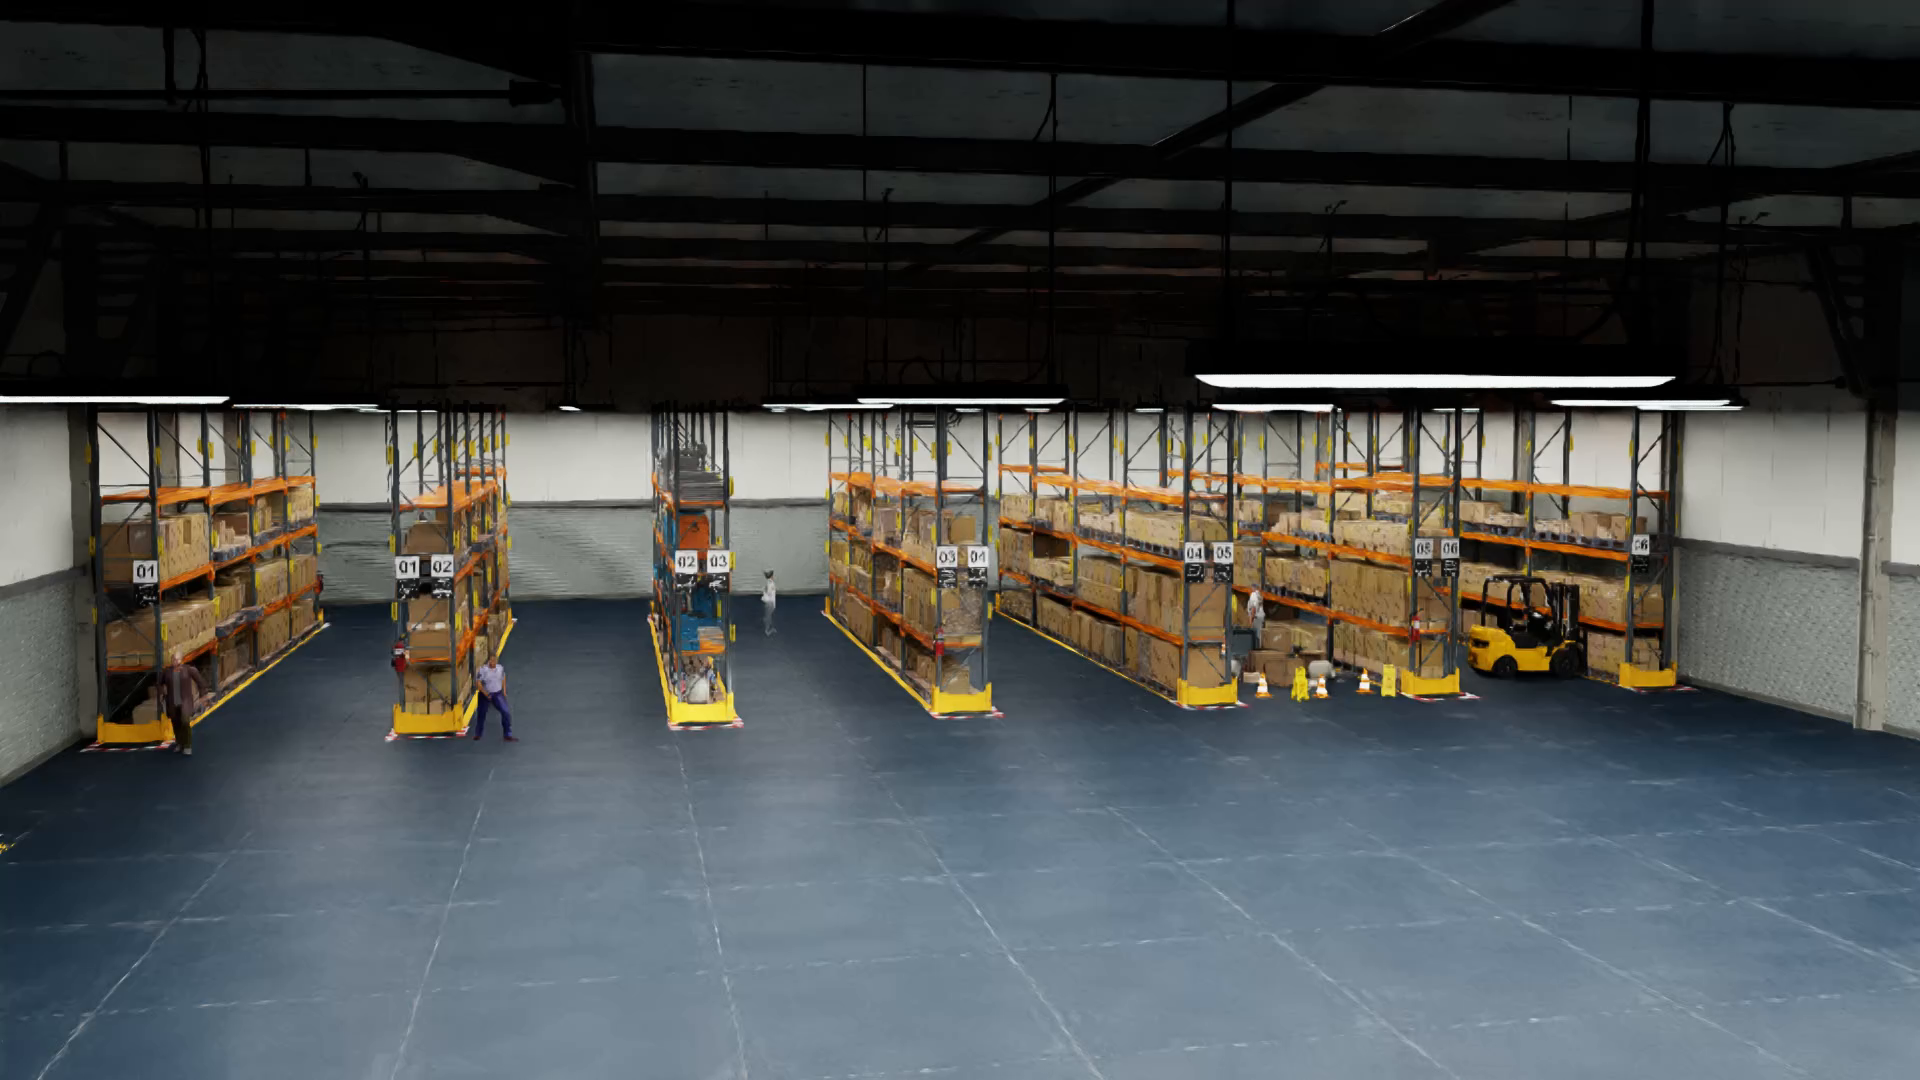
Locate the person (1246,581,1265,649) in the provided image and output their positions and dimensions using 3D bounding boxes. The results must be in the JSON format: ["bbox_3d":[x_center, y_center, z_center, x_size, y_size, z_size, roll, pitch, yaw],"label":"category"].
[{"bbox_3d":[6.996,1.854,39.565,0.586,1.748,0.654,2,5,20],"label":"person"}]

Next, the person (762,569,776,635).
[{"bbox_3d":[-4.941,1.605,43.349,0.434,1.684,0.554,-3,5,-33],"label":"person"}]

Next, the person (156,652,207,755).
[{"bbox_3d":[-13.170,2.738,28.101,0.750,1.737,0.747,-1,4,-8],"label":"person"}]

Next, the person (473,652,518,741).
[{"bbox_3d":[-8.191,2.730,29.143,0.660,1.580,0.811,-2,5,-30],"label":"person"}]

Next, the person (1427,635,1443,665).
[{"bbox_3d":[10.758,2.023,37.928,0.510,1.673,0.542,1,4,14],"label":"person"}]
